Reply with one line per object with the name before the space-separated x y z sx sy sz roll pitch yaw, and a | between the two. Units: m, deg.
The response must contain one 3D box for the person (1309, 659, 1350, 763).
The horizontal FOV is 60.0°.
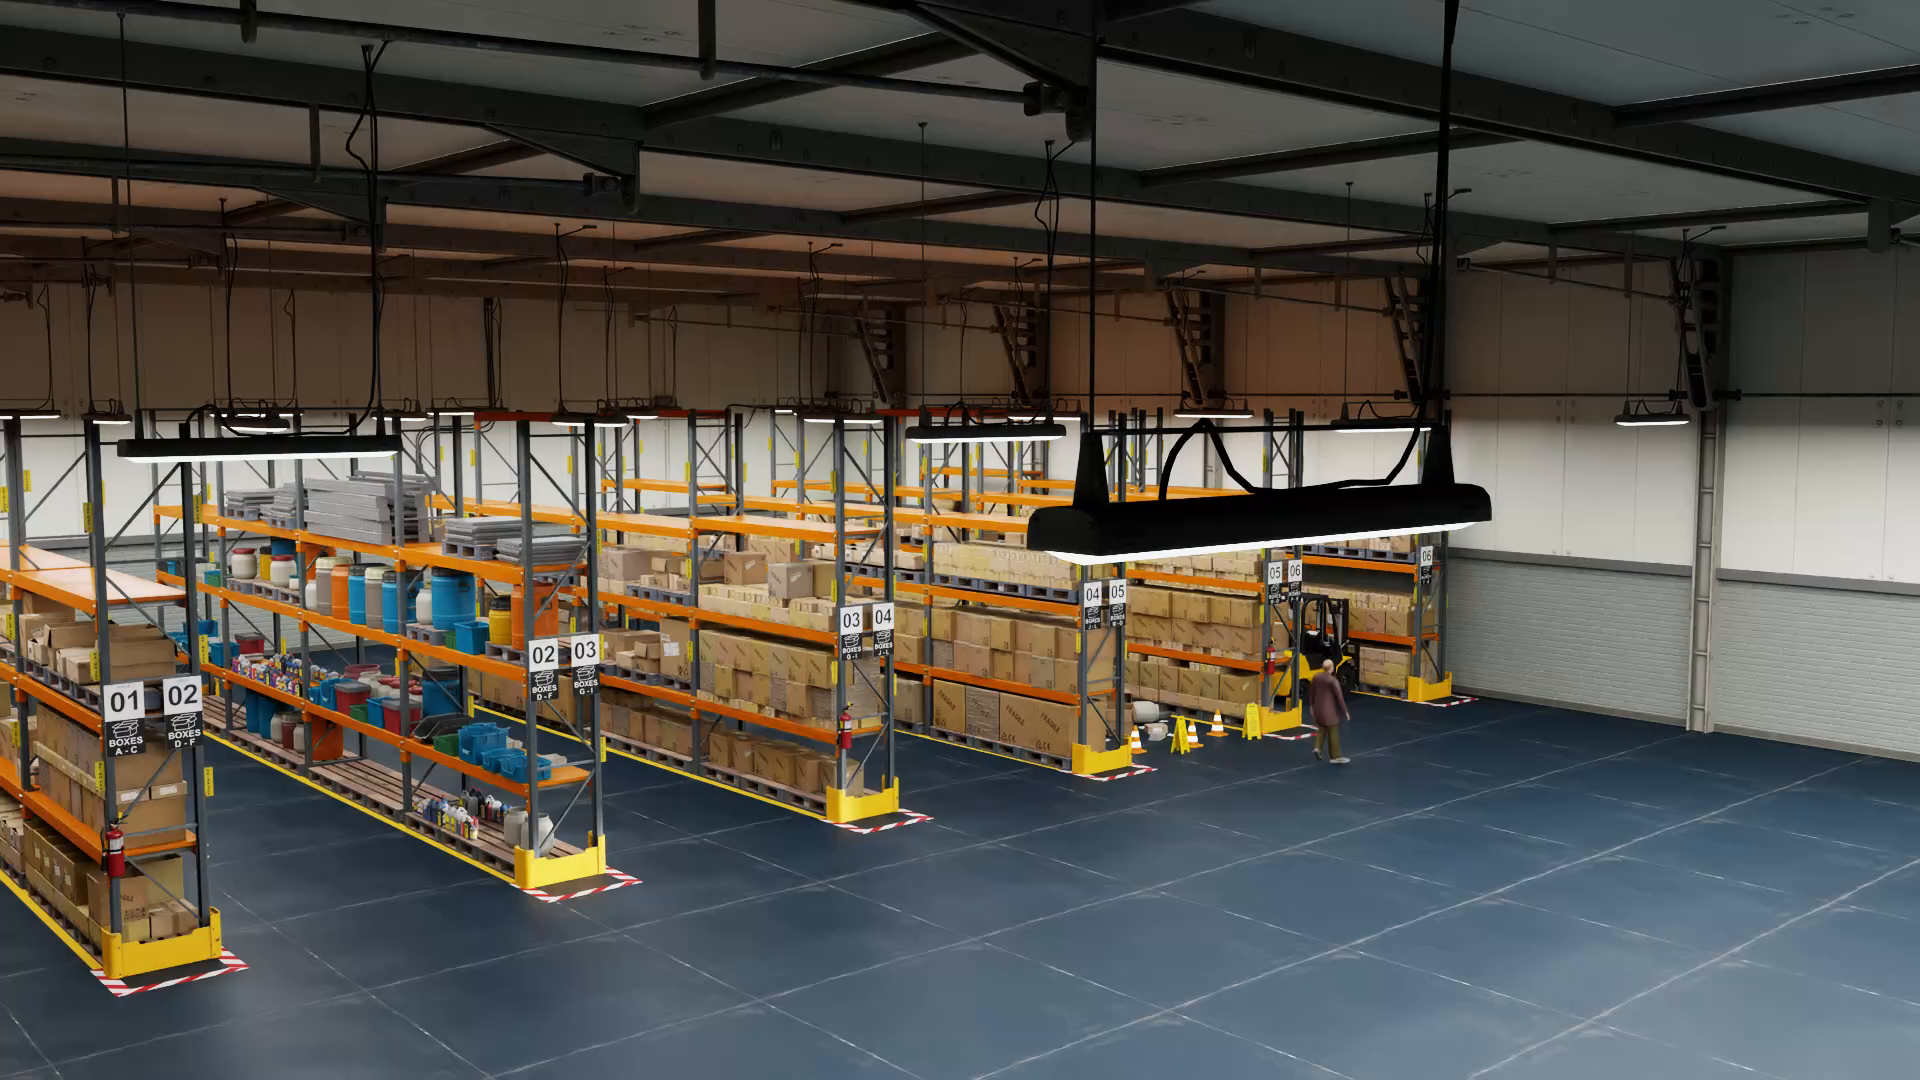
person | 6.323 2.934 28.557 0.584 1.788 0.733 -4 6 -35
